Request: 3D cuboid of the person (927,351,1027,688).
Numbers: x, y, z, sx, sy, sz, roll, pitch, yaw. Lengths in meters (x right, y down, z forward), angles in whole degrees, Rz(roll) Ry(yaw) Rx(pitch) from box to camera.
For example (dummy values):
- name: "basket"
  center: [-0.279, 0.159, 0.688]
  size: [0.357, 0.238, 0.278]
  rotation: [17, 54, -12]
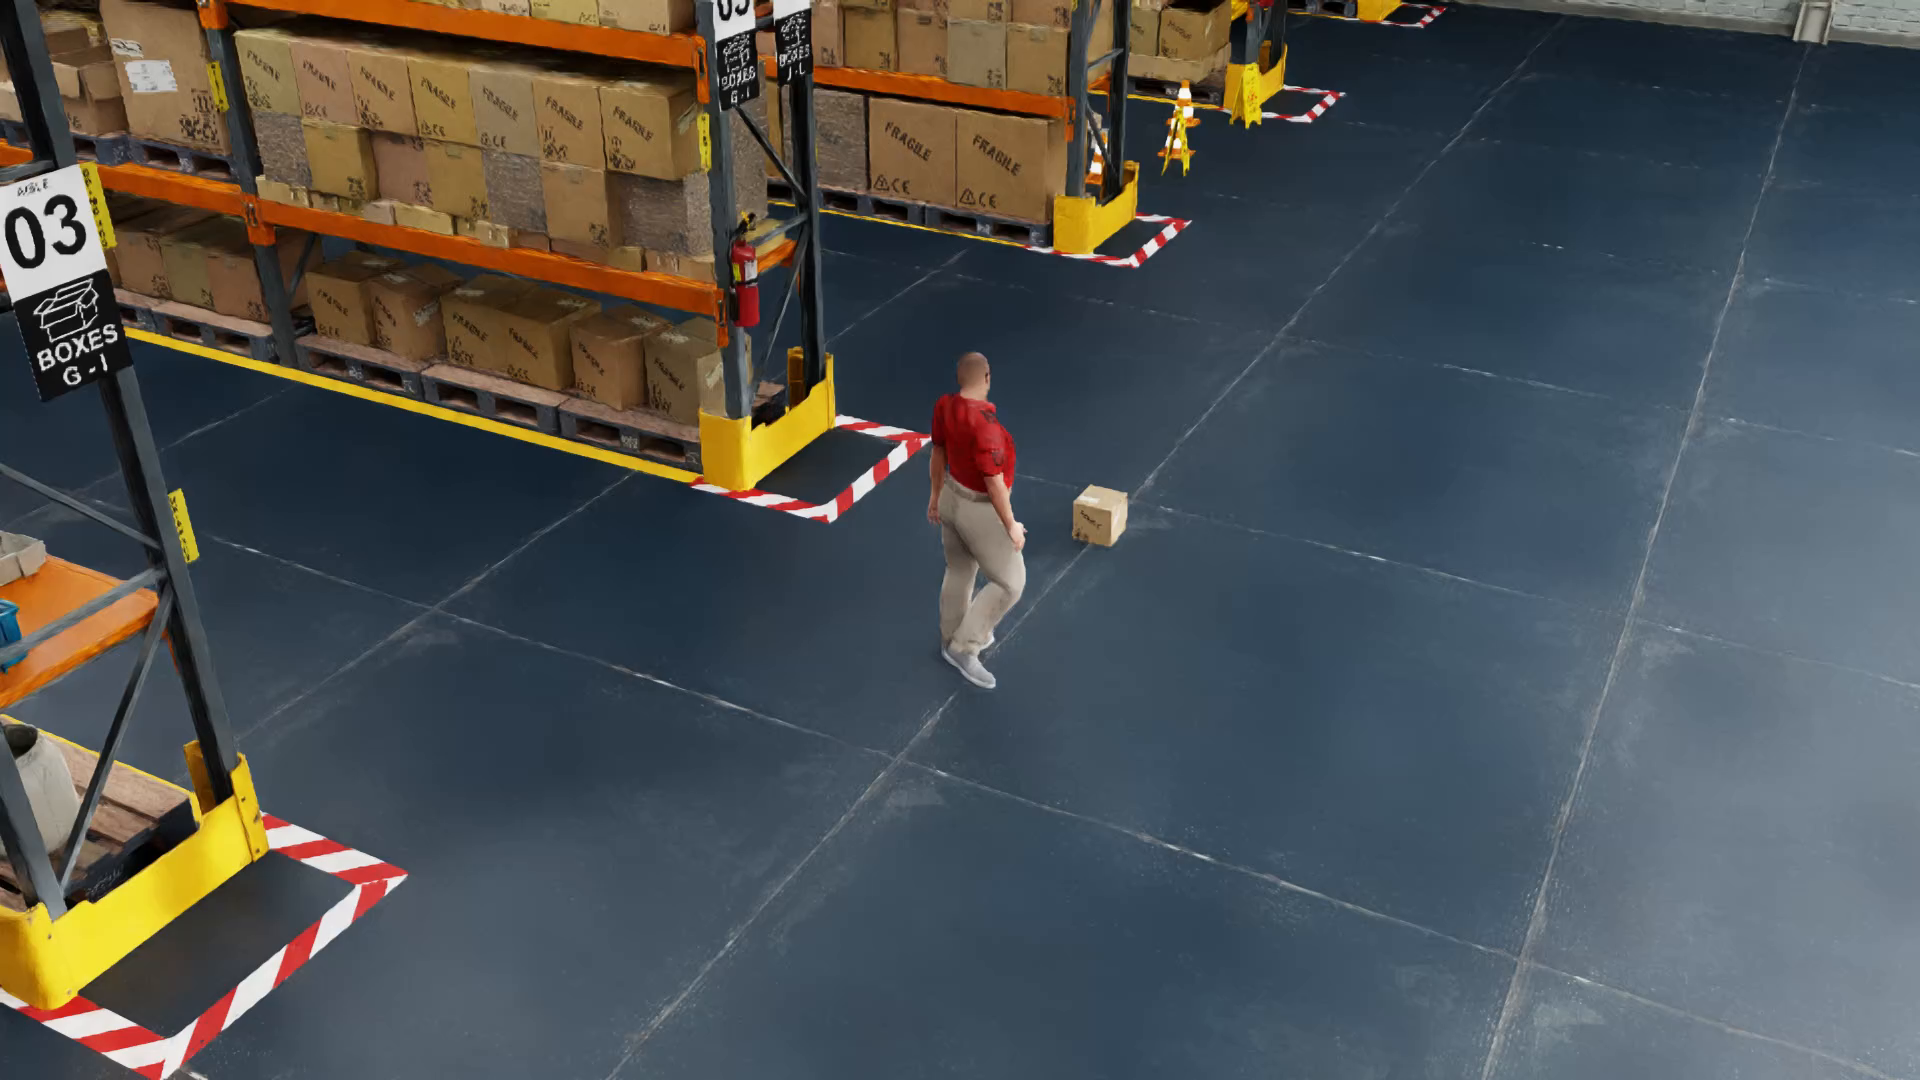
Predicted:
- name: "person"
  center: [0.073, -0.116, 8.478]
  size: [0.491, 1.719, 0.722]
  rotation: [-16, 34, -26]
